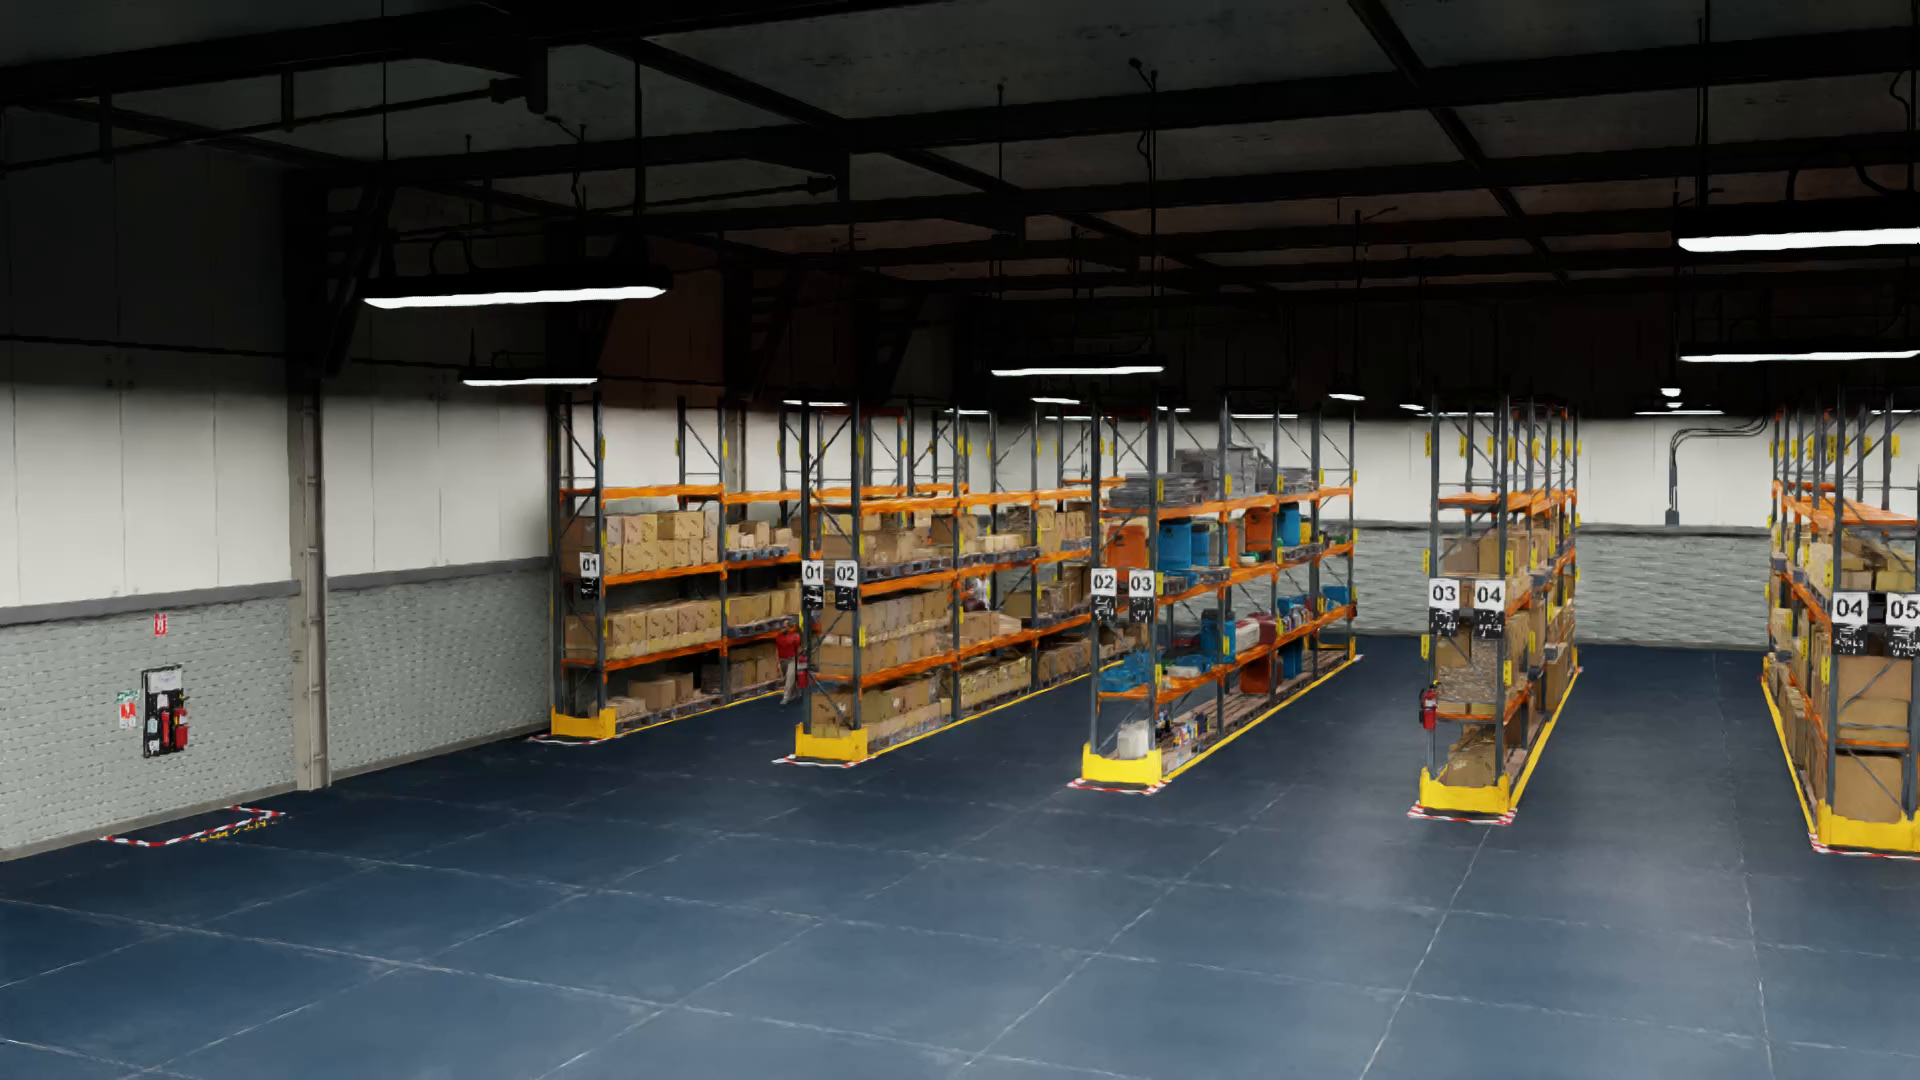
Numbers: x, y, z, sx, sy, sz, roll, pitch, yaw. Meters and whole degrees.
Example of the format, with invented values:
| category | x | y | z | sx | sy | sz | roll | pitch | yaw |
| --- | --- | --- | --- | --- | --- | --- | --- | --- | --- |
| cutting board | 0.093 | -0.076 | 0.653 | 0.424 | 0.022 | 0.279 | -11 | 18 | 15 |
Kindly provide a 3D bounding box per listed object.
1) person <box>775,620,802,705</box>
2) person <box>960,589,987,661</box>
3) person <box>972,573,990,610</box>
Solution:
| category | x | y | z | sx | sy | sz | roll | pitch | yaw |
| --- | --- | --- | --- | --- | --- | --- | --- | --- | --- |
| person | -3.375 | 2.368 | 32.493 | 0.542 | 1.645 | 1.126 | 2 | 4 | 26 |
| person | 0.302 | 2.048 | 38.824 | 0.729 | 1.631 | 0.546 | 1 | 3 | 22 |
| person | 0.551 | 1.641 | 44.907 | 0.584 | 1.775 | 0.575 | -1 | 3 | -11 |
